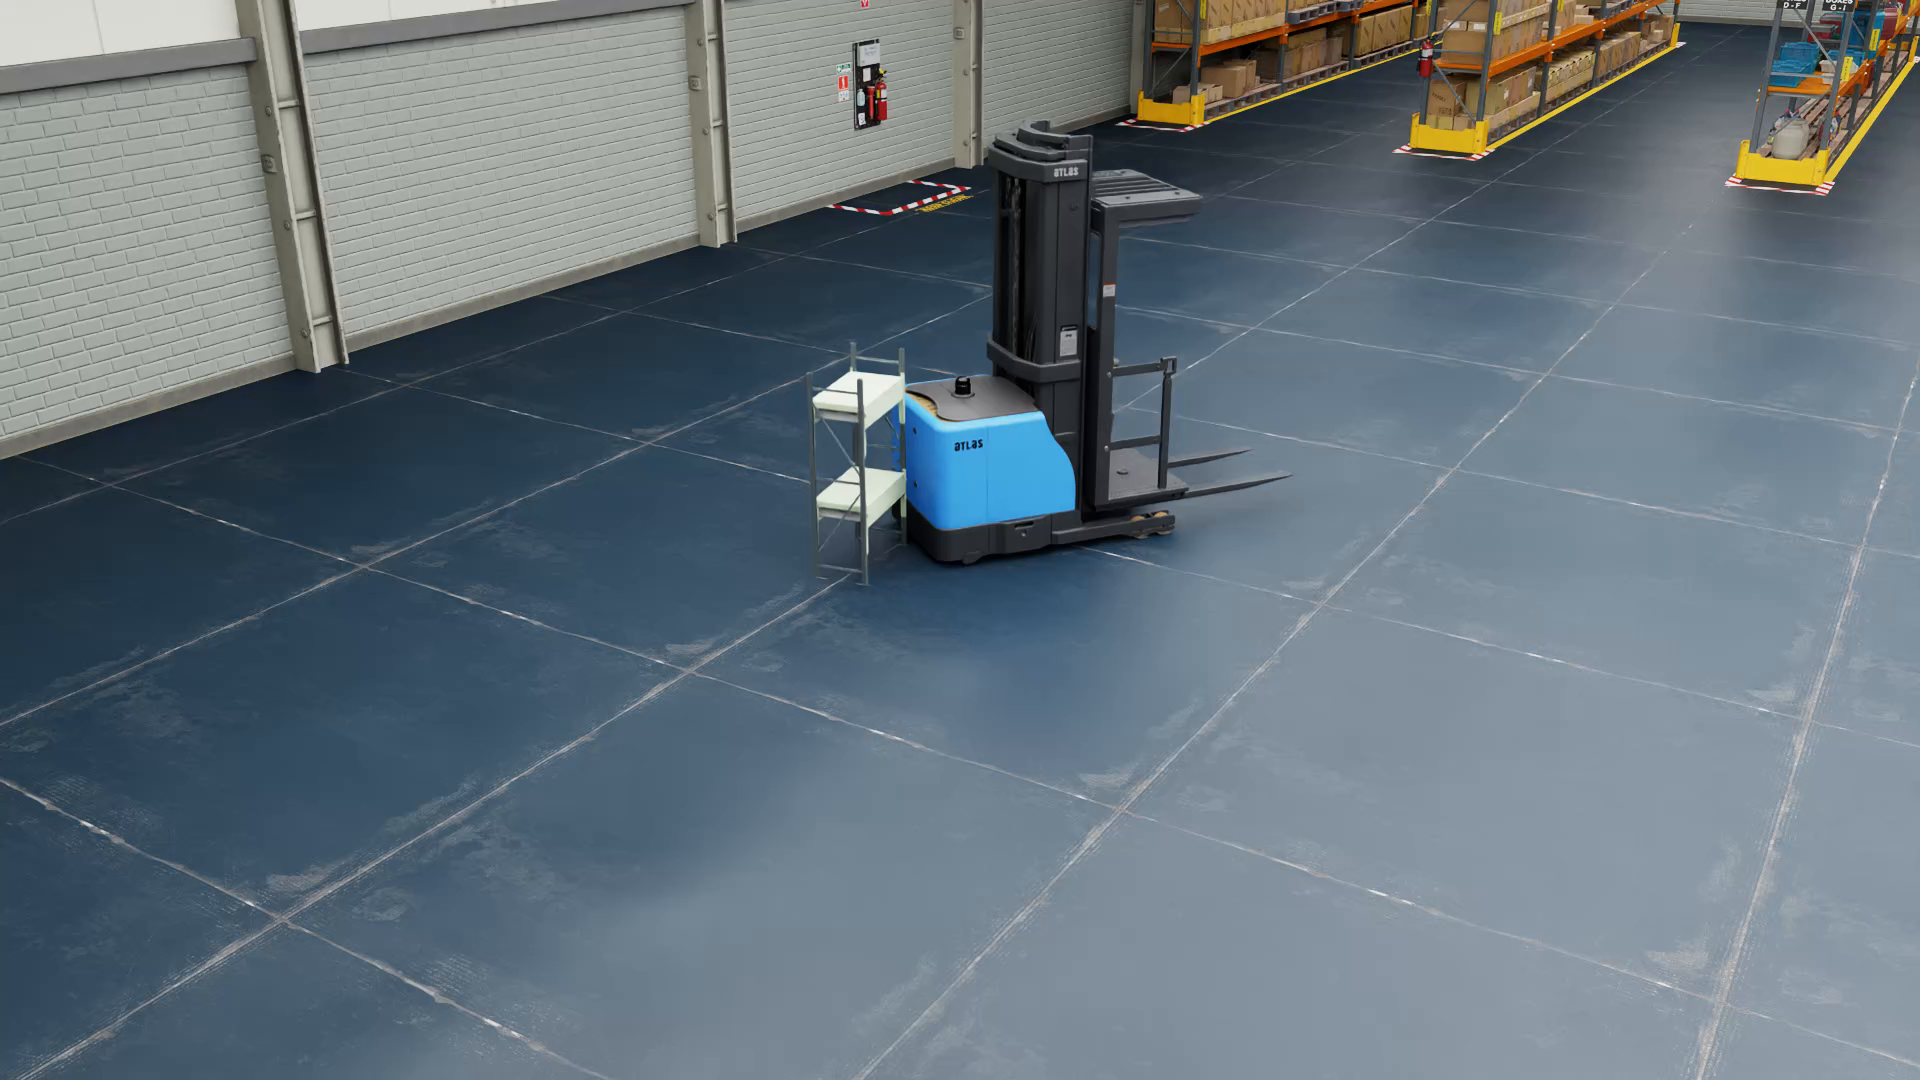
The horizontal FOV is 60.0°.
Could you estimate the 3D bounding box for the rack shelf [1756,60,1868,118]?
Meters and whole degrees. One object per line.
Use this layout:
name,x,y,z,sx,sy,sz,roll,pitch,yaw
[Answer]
rack shelf,13.132,-7.001,25.553,1.077,0.370,4.000,14,27,29

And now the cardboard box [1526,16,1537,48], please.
cardboard box,9.479,-8.761,28.587,0.700,0.500,0.500,14,27,28

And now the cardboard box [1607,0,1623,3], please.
cardboard box,12.972,-11.139,33.551,0.700,0.500,0.500,20,31,39

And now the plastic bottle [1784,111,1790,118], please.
plastic bottle,13.309,-6.744,26.833,0.144,0.351,0.185,13,26,27

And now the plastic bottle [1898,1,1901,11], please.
plastic bottle,18.200,-10.305,32.341,0.144,0.351,0.185,14,27,29

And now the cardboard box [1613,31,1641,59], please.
cardboard box,14.184,-10.574,35.493,0.500,0.500,0.500,14,27,29

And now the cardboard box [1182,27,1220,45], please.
cardboard box,4.187,-8.771,28.899,0.500,0.250,0.500,13,27,27

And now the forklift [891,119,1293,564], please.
forklift,1.050,-1.537,12.111,3.031,2.935,1.130,-9,25,-21

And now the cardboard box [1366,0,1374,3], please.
cardboard box,8.603,-11.544,35.433,0.380,0.149,0.250,15,27,31

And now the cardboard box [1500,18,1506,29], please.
cardboard box,8.530,-8.300,26.705,0.380,0.149,0.250,14,27,29

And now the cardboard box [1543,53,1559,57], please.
cardboard box,11.295,-9.290,32.160,0.500,0.311,0.500,13,27,28

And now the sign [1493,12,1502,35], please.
sign,8.339,-8.011,25.790,0.100,0.325,0.005,14,27,29

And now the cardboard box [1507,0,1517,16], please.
cardboard box,8.694,-8.859,27.179,0.700,0.500,0.500,14,27,29

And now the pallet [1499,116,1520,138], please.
pallet,8.883,-7.093,28.369,1.003,0.211,1.213,14,27,29

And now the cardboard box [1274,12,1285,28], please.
cardboard box,5.778,-9.800,31.275,0.500,0.250,0.500,14,27,29

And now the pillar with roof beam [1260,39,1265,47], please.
pillar with roof beam,10.117,-13.026,31.013,9.100,9.000,0.400,14,27,29

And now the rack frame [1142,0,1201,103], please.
rack frame,3.660,-8.733,28.647,1.000,3.000,0.127,14,27,29

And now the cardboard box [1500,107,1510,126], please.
cardboard box,8.867,-7.099,27.806,0.500,0.250,0.500,14,27,29

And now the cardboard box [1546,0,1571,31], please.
cardboard box,10.942,-9.694,30.742,0.500,0.500,0.500,14,27,29

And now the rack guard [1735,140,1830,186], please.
rack guard,12.077,-5.545,24.429,1.175,0.500,0.348,14,27,29

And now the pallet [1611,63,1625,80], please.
pallet,13.161,-9.770,34.554,1.003,0.211,1.213,14,27,29

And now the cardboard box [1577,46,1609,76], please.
cardboard box,12.573,-9.544,33.114,0.500,0.500,0.500,15,28,31

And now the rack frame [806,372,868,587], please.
rack frame,-0.828,-0.394,11.271,0.400,1.500,0.023,8,25,18

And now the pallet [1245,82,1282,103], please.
pallet,5.446,-8.569,31.778,1.003,0.211,1.213,14,27,29

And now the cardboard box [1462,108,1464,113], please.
cardboard box,8.156,-7.041,27.671,0.500,0.250,0.500,14,27,29

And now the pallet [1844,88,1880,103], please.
pallet,16.677,-8.352,31.277,1.003,0.211,1.213,14,27,29

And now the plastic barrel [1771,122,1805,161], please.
plastic barrel,12.359,-5.946,24.812,0.421,0.512,0.421,0,23,0

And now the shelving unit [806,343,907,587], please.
shelving unit,-0.704,-0.530,11.587,0.431,1.500,0.755,8,25,18

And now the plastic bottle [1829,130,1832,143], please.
plastic bottle,13.479,-6.269,25.835,0.097,0.271,0.097,0,23,0

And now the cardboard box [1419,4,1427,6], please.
cardboard box,11.082,-12.611,39.406,0.380,0.149,0.250,13,27,27

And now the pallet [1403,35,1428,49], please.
pallet,10.458,-11.743,39.111,1.003,0.211,1.213,14,27,29

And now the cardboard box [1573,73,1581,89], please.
cardboard box,11.483,-8.754,31.629,0.500,0.250,0.500,15,27,30

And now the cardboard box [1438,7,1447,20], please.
cardboard box,11.552,-12.752,40.550,0.700,0.500,0.500,14,27,29

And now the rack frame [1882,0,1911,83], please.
rack frame,18.407,-10.707,33.206,1.000,3.000,0.127,14,27,29

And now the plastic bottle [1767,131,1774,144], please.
plastic bottle,12.673,-6.286,25.963,0.097,0.201,0.097,0,23,0

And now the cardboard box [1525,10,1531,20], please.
cardboard box,9.348,-8.825,27.916,0.380,0.149,0.250,15,27,30

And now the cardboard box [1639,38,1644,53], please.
cardboard box,14.606,-10.810,36.276,0.500,0.311,0.500,14,27,29

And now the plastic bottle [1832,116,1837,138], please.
plastic bottle,13.820,-6.541,26.365,0.144,0.351,0.185,14,27,29

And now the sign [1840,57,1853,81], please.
sign,12.542,-6.667,23.526,0.100,0.325,0.005,14,27,29

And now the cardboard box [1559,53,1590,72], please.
cardboard box,11.755,-9.179,31.904,0.500,0.311,0.500,13,27,28

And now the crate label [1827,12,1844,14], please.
crate label,15.543,-9.094,29.437,0.502,0.435,0.616,14,27,29

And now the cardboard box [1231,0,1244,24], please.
cardboard box,4.714,-9.453,29.530,0.500,0.500,0.500,13,27,27

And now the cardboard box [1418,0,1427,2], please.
cardboard box,11.179,-12.962,40.216,0.380,0.149,0.250,14,27,30

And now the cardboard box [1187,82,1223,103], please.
cardboard box,4.402,-8.108,30.034,0.500,0.311,0.500,16,28,33

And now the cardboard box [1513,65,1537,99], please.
cardboard box,9.648,-7.952,28.832,0.500,0.500,0.500,14,27,29

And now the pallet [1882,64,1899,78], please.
pallet,18.762,-9.683,34.352,1.003,0.211,1.213,14,27,29

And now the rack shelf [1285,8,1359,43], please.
rack shelf,6.825,-10.428,33.467,1.077,0.370,4.000,14,27,29

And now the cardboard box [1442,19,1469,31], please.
cardboard box,7.910,-8.208,26.493,0.380,0.149,0.250,13,27,28

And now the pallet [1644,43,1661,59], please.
pallet,15.206,-11.111,37.651,1.003,0.211,1.213,14,27,29

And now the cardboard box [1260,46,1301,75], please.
cardboard box,6.374,-9.574,33.183,0.700,0.500,0.500,13,27,28

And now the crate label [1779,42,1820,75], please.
crate label,12.818,-7.351,25.410,0.502,0.435,0.616,14,27,29
